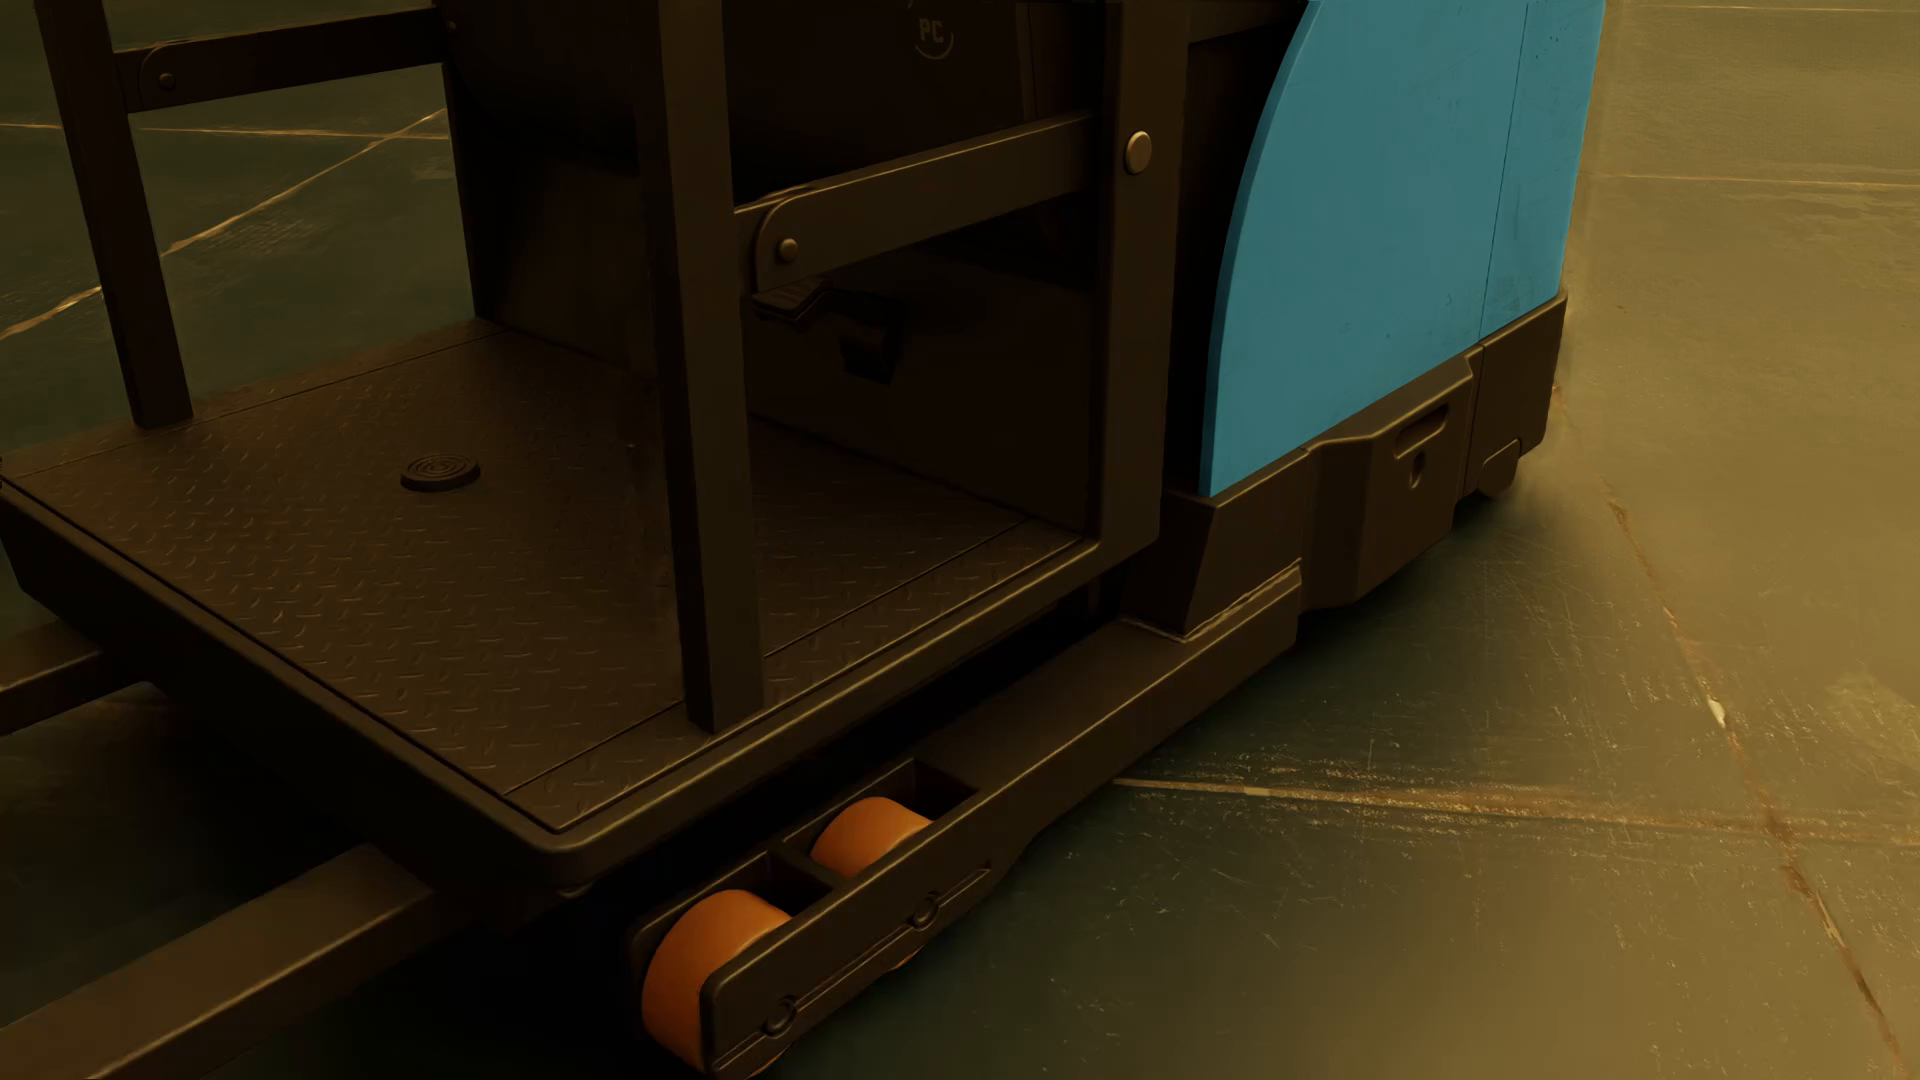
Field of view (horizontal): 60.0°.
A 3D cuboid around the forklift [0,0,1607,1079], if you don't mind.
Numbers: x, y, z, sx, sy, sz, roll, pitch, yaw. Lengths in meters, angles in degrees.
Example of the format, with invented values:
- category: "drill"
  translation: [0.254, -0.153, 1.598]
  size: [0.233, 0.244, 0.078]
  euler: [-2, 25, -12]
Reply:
- category: "forklift"
  translation: [-0.399, -1.076, 1.373]
  size: [1.130, 2.935, 3.031]
  euler: [21, 33, 36]
